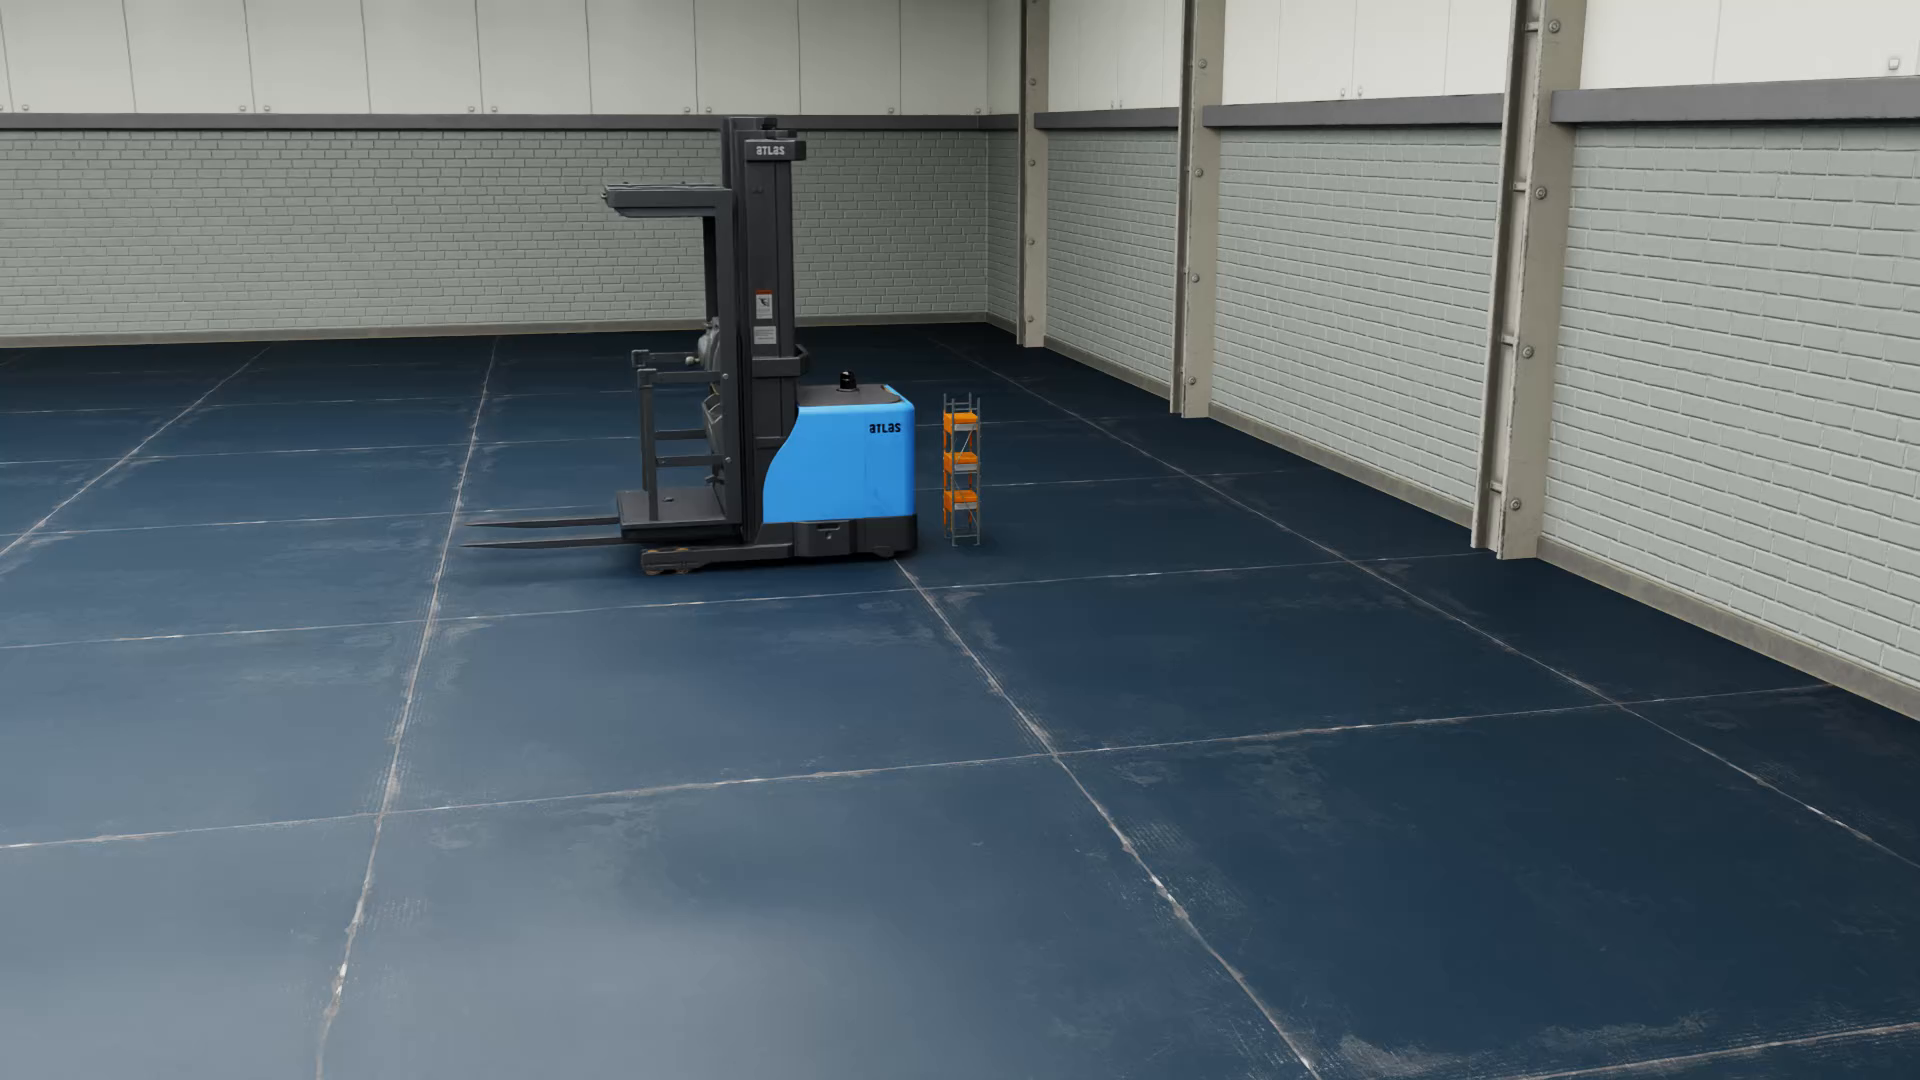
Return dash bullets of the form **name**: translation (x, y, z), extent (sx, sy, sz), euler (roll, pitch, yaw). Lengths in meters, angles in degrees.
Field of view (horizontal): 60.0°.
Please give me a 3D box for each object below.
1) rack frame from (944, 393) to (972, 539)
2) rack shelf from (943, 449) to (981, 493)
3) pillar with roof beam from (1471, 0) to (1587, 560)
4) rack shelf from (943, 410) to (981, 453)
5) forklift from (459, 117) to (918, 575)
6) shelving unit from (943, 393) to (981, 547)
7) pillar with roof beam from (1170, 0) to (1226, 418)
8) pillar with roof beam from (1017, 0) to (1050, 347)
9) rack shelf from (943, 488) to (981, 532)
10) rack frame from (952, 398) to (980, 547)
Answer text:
- **rack frame**: translation (-0.016, -0.526, 11.867), extent (0.200, 1.050, 0.008), euler (-3, 14, -13)
- **rack shelf**: translation (0.013, -0.487, 11.754), extent (0.215, 0.259, 0.240), euler (-3, 14, -13)
- **pillar with roof beam**: translation (-0.383, -4.051, 9.549), extent (9.100, 9.000, 0.400), euler (-3, 14, -13)
- **rack shelf**: translation (0.013, -0.763, 11.687), extent (0.215, 0.259, 0.240), euler (-3, 14, -13)
- **forklift**: translation (-1.864, -1.330, 11.194), extent (3.031, 2.935, 1.130), euler (-3, 14, -13)
- **shelving unit**: translation (0.013, -0.498, 11.752), extent (0.215, 1.050, 0.252), euler (-3, 14, -13)
- **pillar with roof beam**: translation (-1.792, -5.436, 15.215), extent (9.100, 9.000, 0.400), euler (-3, 14, -13)
- **pillar with roof beam**: translation (-3.202, -6.820, 20.880), extent (9.100, 9.000, 0.400), euler (-3, 14, -13)
- **rack shelf**: translation (0.013, -0.217, 11.820), extent (0.215, 0.259, 0.240), euler (-3, 14, -13)
- **rack frame**: translation (0.041, -0.470, 11.637), extent (0.200, 1.050, 0.008), euler (-3, 14, -13)
